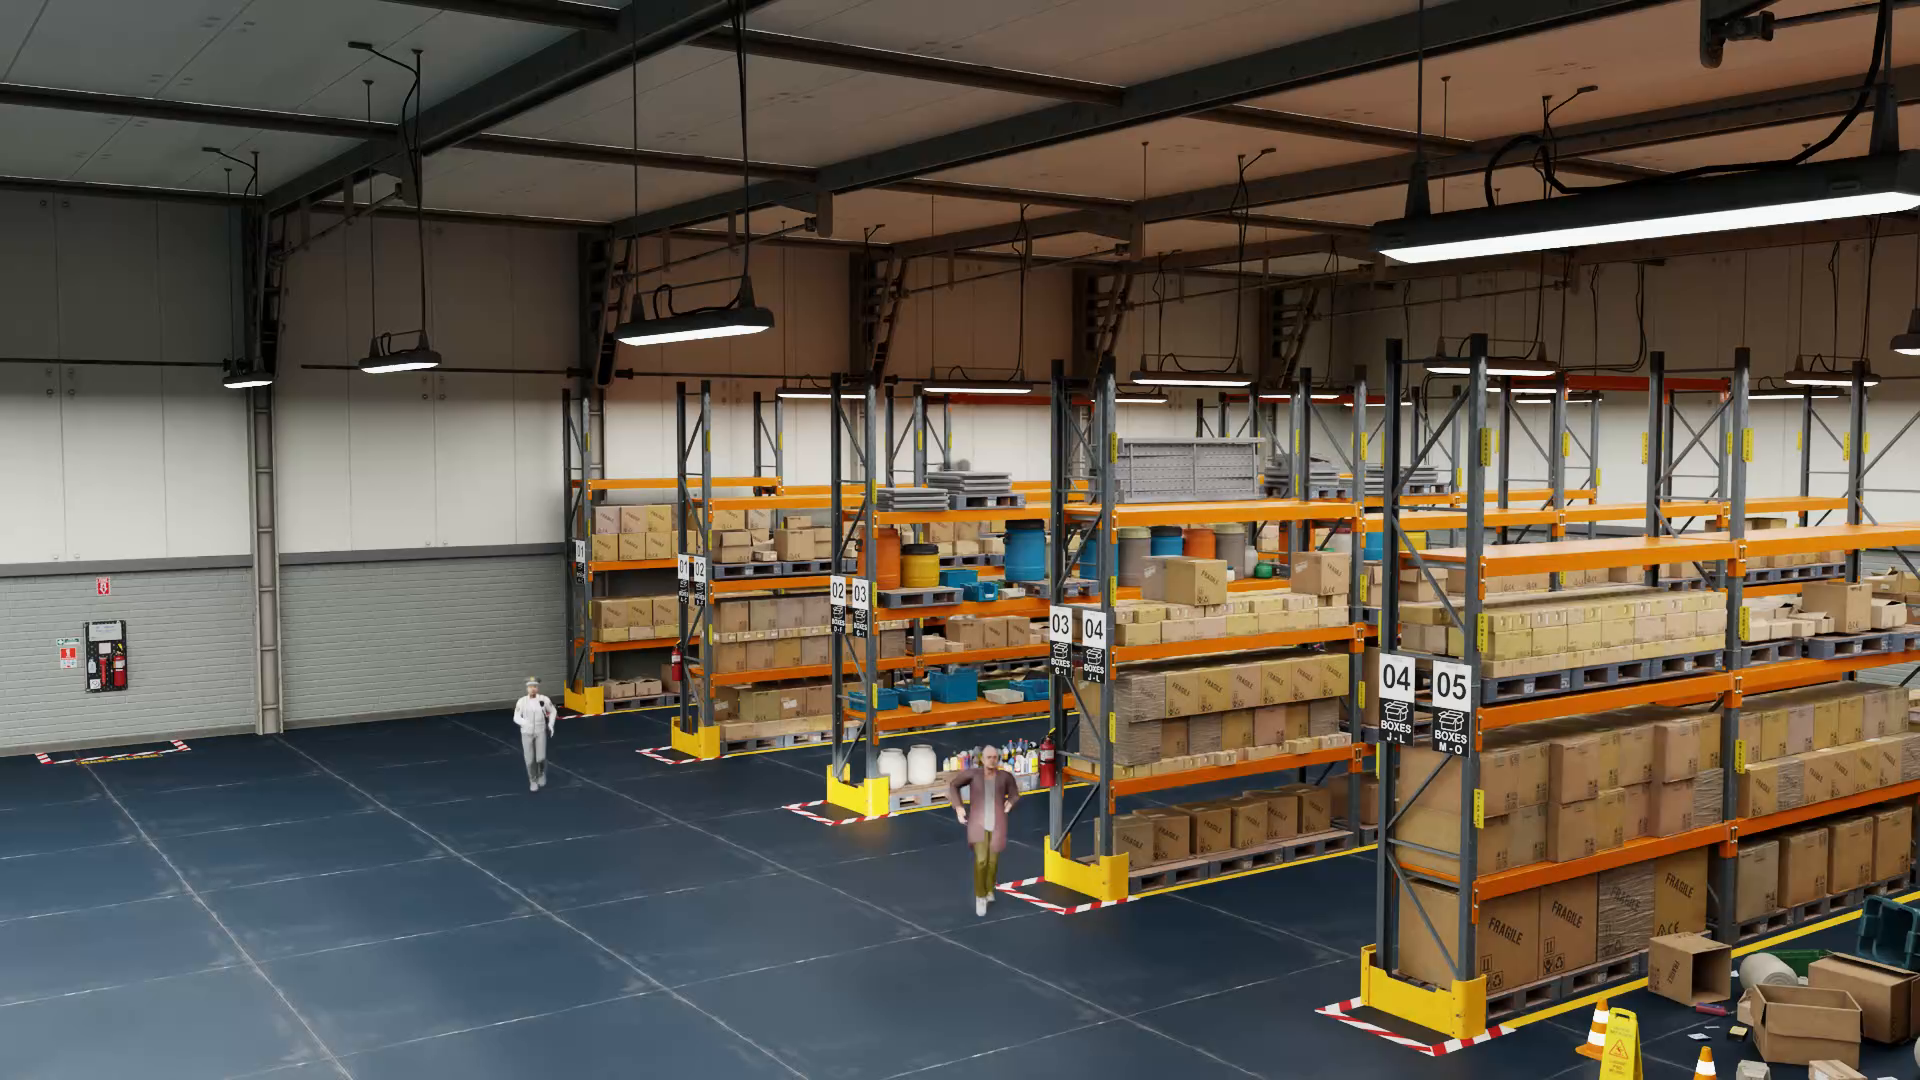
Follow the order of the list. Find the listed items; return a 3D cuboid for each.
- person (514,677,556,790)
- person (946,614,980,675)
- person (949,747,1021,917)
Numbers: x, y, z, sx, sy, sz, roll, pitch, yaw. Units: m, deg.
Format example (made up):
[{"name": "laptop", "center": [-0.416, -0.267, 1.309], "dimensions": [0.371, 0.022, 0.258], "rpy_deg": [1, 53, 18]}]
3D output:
[{"name": "person", "center": [-6.114, 2.791, 23.927], "dimensions": [0.595, 1.660, 0.584], "rpy_deg": [-1, 4, -12]}, {"name": "person", "center": [0.023, 1.896, 32.745], "dimensions": [0.823, 1.848, 0.668], "rpy_deg": [-3, 5, -42]}, {"name": "person", "center": [0.284, 3.130, 17.971], "dimensions": [0.734, 1.808, 0.897], "rpy_deg": [-1, 4, -11]}]
